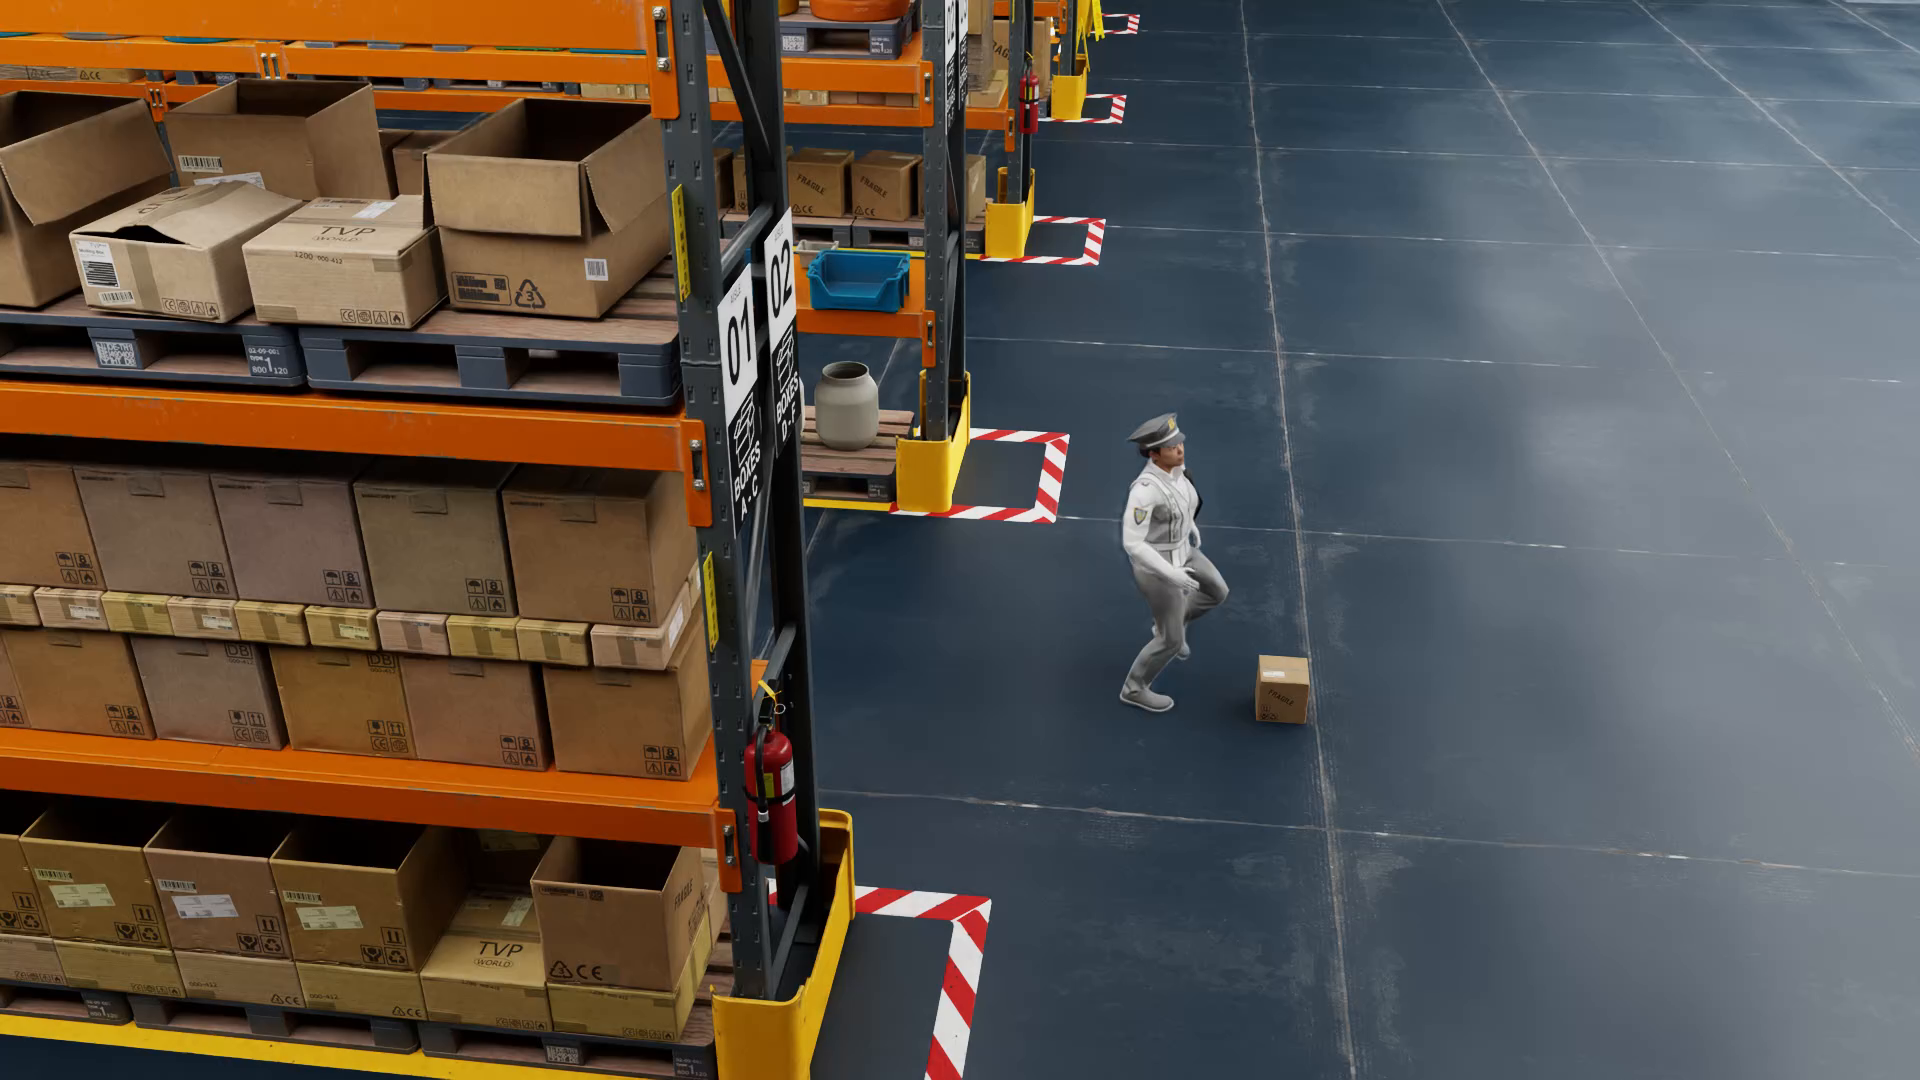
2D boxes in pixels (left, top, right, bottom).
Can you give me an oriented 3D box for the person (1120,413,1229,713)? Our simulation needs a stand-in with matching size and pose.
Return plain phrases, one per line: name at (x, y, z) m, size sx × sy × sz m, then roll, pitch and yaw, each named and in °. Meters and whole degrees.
person at (1.094, 0.105, 8.446) m, size 0.520 × 1.660 × 0.741 m, roll 8°, pitch 30°, yaw 15°
